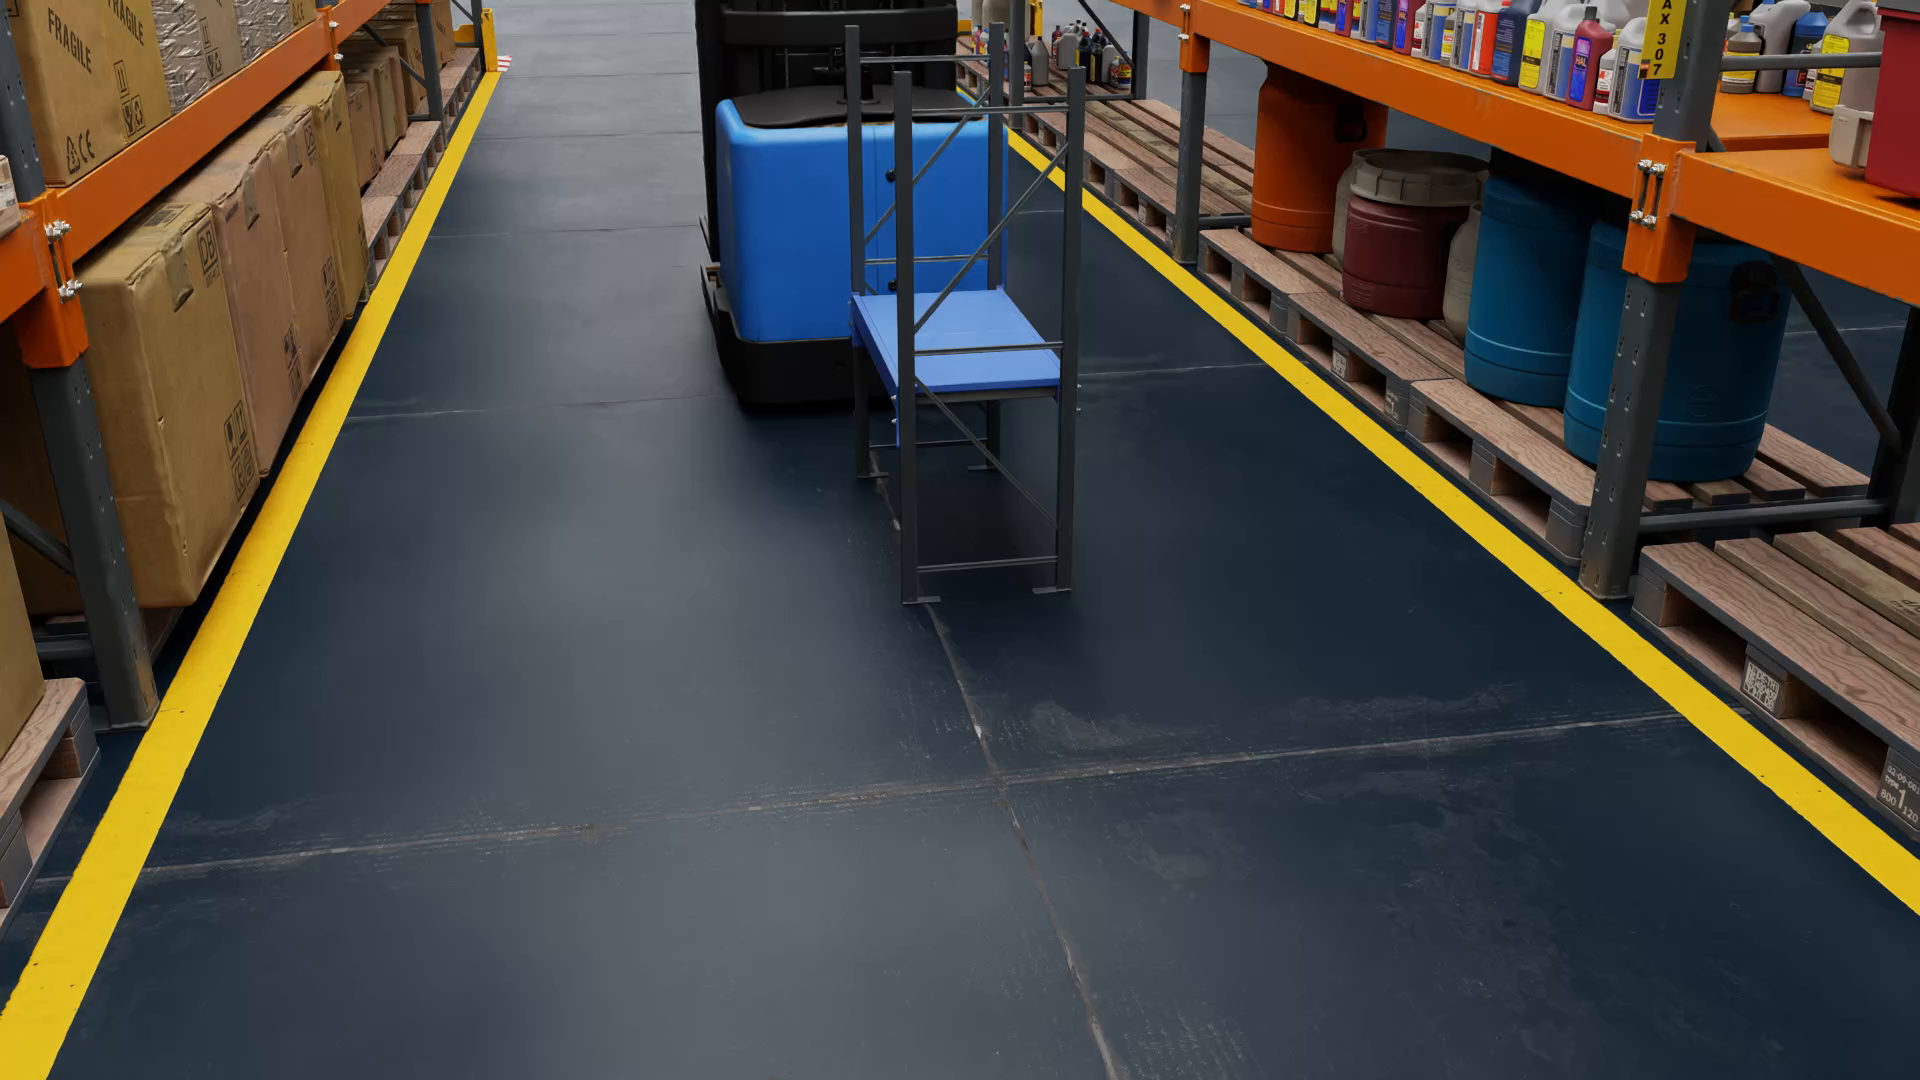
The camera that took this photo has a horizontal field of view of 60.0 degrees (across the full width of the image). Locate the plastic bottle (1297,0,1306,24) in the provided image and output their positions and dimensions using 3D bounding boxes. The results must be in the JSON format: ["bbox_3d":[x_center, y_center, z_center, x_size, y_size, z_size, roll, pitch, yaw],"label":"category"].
[{"bbox_3d":[1.462,-2.258,6.922,0.097,0.201,0.097,0,24,0],"label":"plastic bottle"}]

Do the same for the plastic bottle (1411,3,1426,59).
[{"bbox_3d":[1.667,-1.822,5.923,0.097,0.201,0.097,0,24,0],"label":"plastic bottle"}]

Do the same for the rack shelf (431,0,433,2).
[{"bbox_3d":[-4.382,-4.490,12.681,1.077,0.370,4.000,-4,24,-10],"label":"rack shelf"}]

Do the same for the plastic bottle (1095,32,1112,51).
[{"bbox_3d":[1.114,-3.735,12.814,0.144,0.351,0.185,-4,24,-8],"label":"plastic bottle"}]

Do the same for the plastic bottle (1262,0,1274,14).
[{"bbox_3d":[1.373,-2.446,7.247,0.061,0.283,0.133,-4,24,-10],"label":"plastic bottle"}]

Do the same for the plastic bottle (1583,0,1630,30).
[{"bbox_3d":[1.985,-1.578,5.176,0.144,0.351,0.185,-4,24,-10],"label":"plastic bottle"}]

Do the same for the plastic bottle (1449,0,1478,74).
[{"bbox_3d":[1.758,-1.722,5.599,0.152,0.276,0.135,-4,24,-10],"label":"plastic bottle"}]

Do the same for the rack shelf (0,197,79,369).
[{"bbox_3d":[-2.163,0.231,1.873,1.077,0.370,4.000,-4,24,-10],"label":"rack shelf"}]

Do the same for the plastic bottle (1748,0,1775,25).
[{"bbox_3d":[2.561,-1.595,5.316,0.097,0.271,0.097,0,24,0],"label":"plastic bottle"}]

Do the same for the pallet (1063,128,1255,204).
[{"bbox_3d":[1.268,-2.334,10.331,1.003,0.211,1.213,-4,24,-10],"label":"pallet"}]

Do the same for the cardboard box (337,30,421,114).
[{"bbox_3d":[-4.047,-3.240,11.519,0.500,0.500,0.500,-5,24,-11],"label":"cardboard box"}]

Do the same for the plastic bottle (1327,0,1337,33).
[{"bbox_3d":[1.523,-2.162,6.612,0.097,0.271,0.097,0,24,0],"label":"plastic bottle"}]

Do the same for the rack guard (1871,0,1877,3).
[{"bbox_3d":[9.866,-5.530,17.288,1.175,0.500,0.348,-4,24,-10],"label":"rack guard"}]

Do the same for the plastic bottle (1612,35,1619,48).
[{"bbox_3d":[1.931,-1.393,4.940,0.097,0.201,0.097,0,24,0],"label":"plastic bottle"}]

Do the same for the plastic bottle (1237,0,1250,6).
[{"bbox_3d":[1.357,-2.575,7.553,0.152,0.276,0.135,-4,24,-10],"label":"plastic bottle"}]

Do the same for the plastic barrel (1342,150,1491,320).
[{"bbox_3d":[1.911,-1.278,6.916,0.600,0.588,0.708,-4,24,-10],"label":"plastic barrel"}]

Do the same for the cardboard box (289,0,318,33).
[{"bbox_3d":[-2.938,-2.329,6.710,0.500,0.500,0.500,-4,24,-8],"label":"cardboard box"}]

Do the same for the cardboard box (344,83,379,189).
[{"bbox_3d":[-3.643,-2.217,9.152,0.700,0.500,0.500,-2,24,-5],"label":"cardboard box"}]

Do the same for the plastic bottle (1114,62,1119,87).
[{"bbox_3d":[1.208,-3.516,12.499,0.097,0.201,0.097,0,24,0],"label":"plastic bottle"}]

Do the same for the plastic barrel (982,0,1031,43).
[{"bbox_3d":[0.405,-4.574,14.560,0.421,0.512,0.421,0,24,0],"label":"plastic barrel"}]

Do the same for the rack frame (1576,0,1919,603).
[{"bbox_3d":[2.335,-1.252,4.370,1.000,3.000,0.127,-4,24,-10],"label":"rack frame"}]

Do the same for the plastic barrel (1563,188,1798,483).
[{"bbox_3d":[2.251,-0.698,5.199,0.600,0.901,0.708,-4,24,-10],"label":"plastic barrel"}]

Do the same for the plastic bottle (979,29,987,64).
[{"bbox_3d":[0.208,-4.053,13.641,0.097,0.271,0.097,0,24,0],"label":"plastic bottle"}]

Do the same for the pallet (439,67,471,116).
[{"bbox_3d":[-4.400,-3.497,12.993,1.003,0.211,1.213,-4,24,-10],"label":"pallet"}]

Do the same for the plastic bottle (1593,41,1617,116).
[{"bbox_3d":[1.896,-1.336,4.810,0.097,0.201,0.097,0,24,0],"label":"plastic bottle"}]

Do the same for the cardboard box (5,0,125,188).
[{"bbox_3d":[-2.372,-1.131,3.967,0.500,0.500,0.500,-4,24,-10],"label":"cardboard box"}]

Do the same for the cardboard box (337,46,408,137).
[{"bbox_3d":[-3.920,-2.846,10.591,0.700,0.500,0.500,-6,24,-14],"label":"cardboard box"}]

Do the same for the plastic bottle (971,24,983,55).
[{"bbox_3d":[0.145,-4.188,13.949,0.097,0.271,0.097,0,24,0],"label":"plastic bottle"}]

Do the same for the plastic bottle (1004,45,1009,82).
[{"bbox_3d":[0.418,-3.694,12.721,0.144,0.351,0.185,-6,24,-12],"label":"plastic bottle"}]

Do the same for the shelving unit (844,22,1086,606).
[{"bbox_3d":[-0.016,-0.721,5.027,0.538,1.500,1.048,-4,24,-10],"label":"shelving unit"}]

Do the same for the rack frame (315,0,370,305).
[{"bbox_3d":[-3.273,-2.459,7.133,1.000,3.000,0.127,-4,24,-10],"label":"rack frame"}]

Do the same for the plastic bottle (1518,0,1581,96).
[{"bbox_3d":[1.843,-1.567,5.152,0.144,0.351,0.185,-4,24,-10],"label":"plastic bottle"}]

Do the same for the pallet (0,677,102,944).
[{"bbox_3d":[-2.469,0.697,3.391,1.003,0.211,1.213,-4,24,-10],"label":"pallet"}]

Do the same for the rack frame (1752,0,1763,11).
[{"bbox_3d":[5.724,-4.764,12.411,1.000,3.000,0.127,-4,24,-10],"label":"rack frame"}]

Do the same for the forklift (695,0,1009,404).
[{"bbox_3d":[-0.608,-2.415,7.116,1.130,2.935,3.031,-5,24,-11],"label":"forklift"}]

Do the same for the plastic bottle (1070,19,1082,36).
[{"bbox_3d":[0.966,-4.050,13.534,0.144,0.351,0.185,-3,24,-8],"label":"plastic bottle"}]

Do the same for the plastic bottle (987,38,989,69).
[{"bbox_3d":[0.264,-3.934,13.368,0.097,0.271,0.097,0,24,0],"label":"plastic bottle"}]

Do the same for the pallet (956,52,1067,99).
[{"bbox_3d":[0.543,-3.869,13.846,1.003,0.211,1.213,-4,24,-10],"label":"pallet"}]

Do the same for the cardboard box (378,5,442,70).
[{"bbox_3d":[-4.411,-3.926,13.089,0.500,0.500,0.500,-2,24,-5],"label":"cardboard box"}]

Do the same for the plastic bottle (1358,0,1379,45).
[{"bbox_3d":[1.614,-2.029,6.304,0.152,0.276,0.135,-4,24,-10],"label":"plastic bottle"}]

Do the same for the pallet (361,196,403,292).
[{"bbox_3d":[-3.416,-1.489,8.395,1.003,0.211,1.213,-4,24,-10],"label":"pallet"}]

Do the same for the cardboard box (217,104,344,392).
[{"bbox_3d":[-3.008,-1.054,6.045,1.225,0.875,0.875,-4,24,-10],"label":"cardboard box"}]

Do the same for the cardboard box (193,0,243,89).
[{"bbox_3d":[-2.659,-1.729,5.335,0.500,0.500,0.500,-4,24,-9],"label":"cardboard box"}]

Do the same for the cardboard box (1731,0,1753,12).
[{"bbox_3d":[5.946,-4.246,13.198,0.500,0.500,0.500,-4,24,-10],"label":"cardboard box"}]

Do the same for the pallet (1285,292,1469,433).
[{"bbox_3d":[2.004,-0.762,6.731,1.003,0.211,1.213,-4,24,-10],"label":"pallet"}]

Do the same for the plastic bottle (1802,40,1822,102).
[{"bbox_3d":[2.622,-1.434,5.033,0.097,0.201,0.097,0,24,0],"label":"plastic bottle"}]

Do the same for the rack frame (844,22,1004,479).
[{"bbox_3d":[-0.110,-0.921,5.484,0.500,1.500,0.032,-4,24,-10],"label":"rack frame"}]

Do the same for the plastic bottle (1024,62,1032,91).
[{"bbox_3d":[0.482,-3.438,12.321,0.097,0.201,0.097,0,24,0],"label":"plastic bottle"}]

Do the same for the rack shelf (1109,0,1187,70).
[{"bbox_3d":[1.225,-3.283,9.917,1.077,0.370,4.000,-4,24,-10],"label":"rack shelf"}]

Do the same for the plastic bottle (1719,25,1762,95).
[{"bbox_3d":[2.437,-1.499,5.183,0.097,0.201,0.097,0,24,0],"label":"plastic bottle"}]

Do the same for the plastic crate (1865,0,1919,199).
[{"bbox_3d":[2.253,-0.939,3.498,0.402,0.464,0.583,-4,24,-10],"label":"plastic crate"}]

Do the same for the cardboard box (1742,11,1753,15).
[{"bbox_3d":[6.081,-3.816,12.449,0.500,0.311,0.500,-4,24,-10],"label":"cardboard box"}]

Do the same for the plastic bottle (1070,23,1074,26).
[{"bbox_3d":[0.926,-4.195,13.951,0.061,0.283,0.133,-4,24,-8],"label":"plastic bottle"}]
